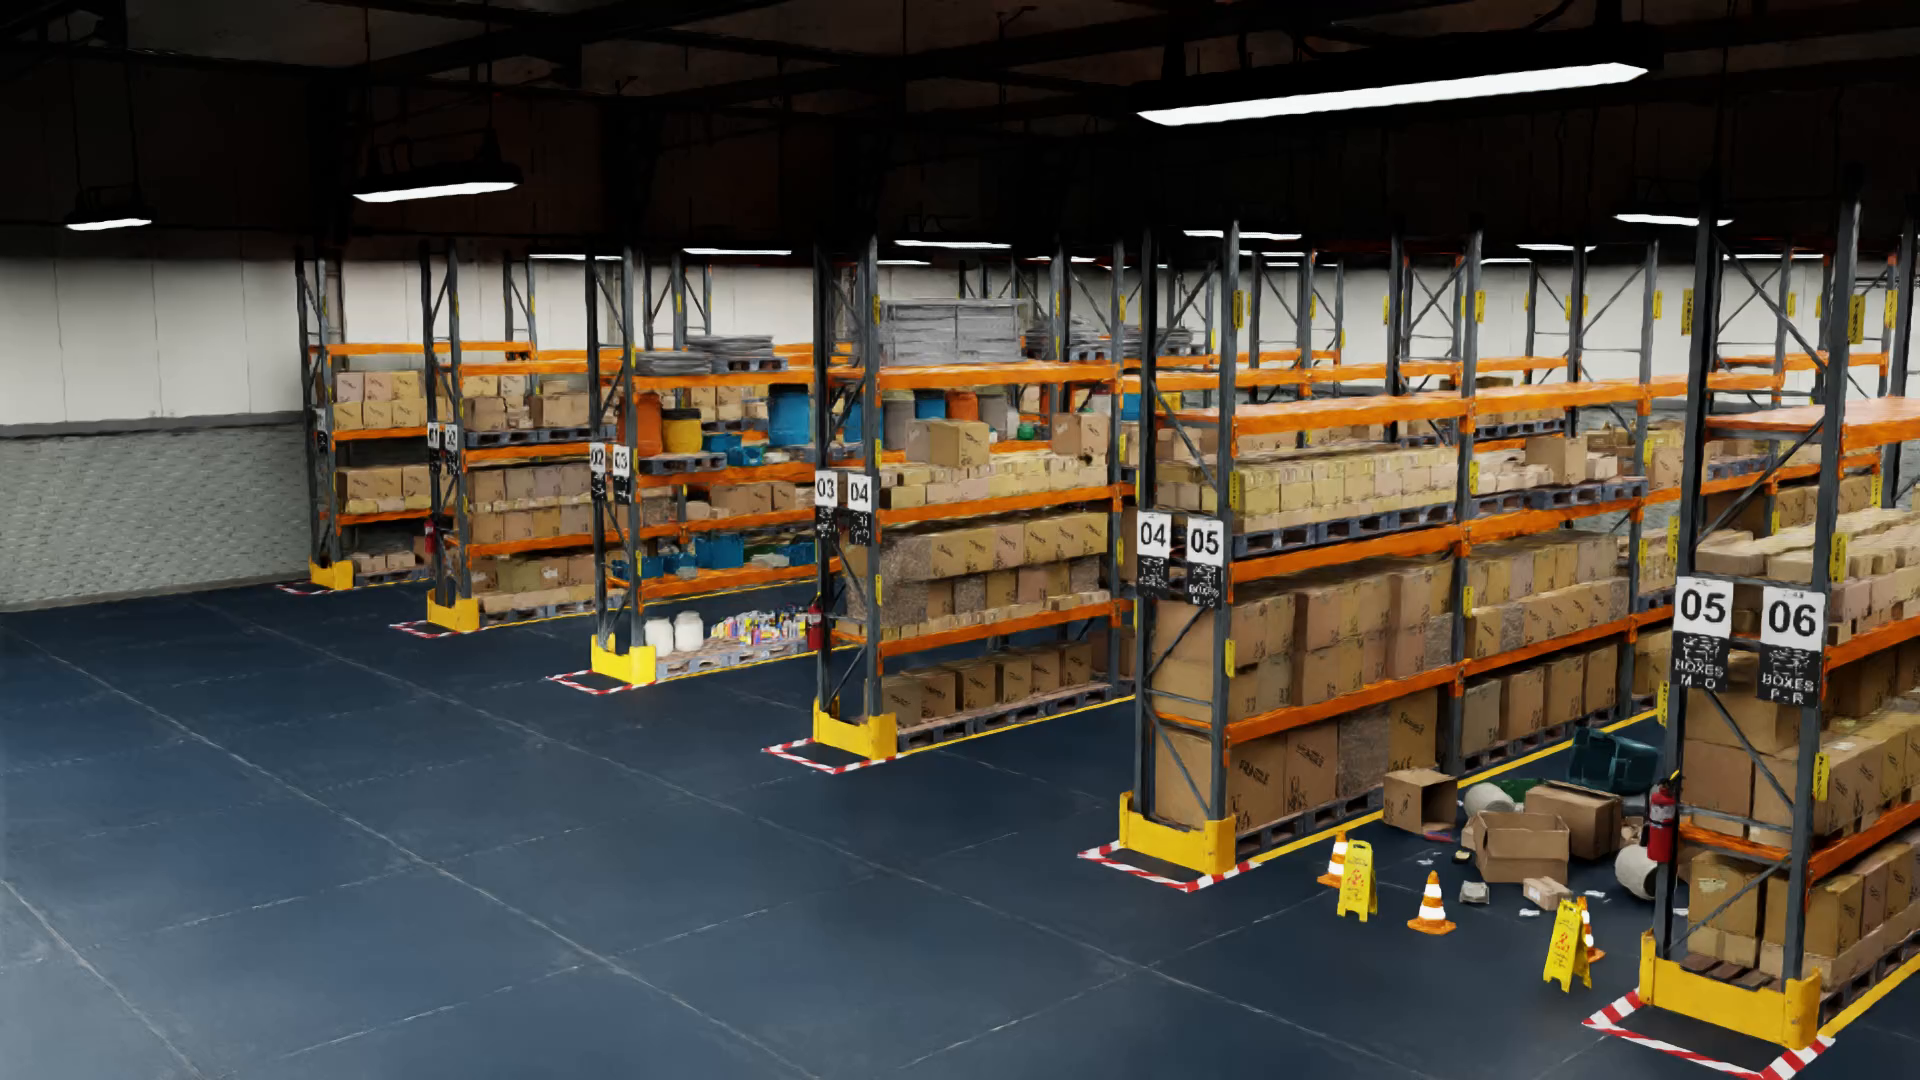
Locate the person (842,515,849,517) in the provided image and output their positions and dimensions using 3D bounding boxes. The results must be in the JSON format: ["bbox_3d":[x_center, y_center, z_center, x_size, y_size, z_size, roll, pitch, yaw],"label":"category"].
[{"bbox_3d":[-2.298,-0.923,35.734,0.546,1.733,0.729,-8,12,-44],"label":"person"}]

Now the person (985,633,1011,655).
[{"bbox_3d":[0.604,0.822,23.640,0.450,1.768,0.584,2,9,15],"label":"person"}]

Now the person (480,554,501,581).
[{"bbox_3d":[-8.568,-0.048,30.013,0.867,1.666,0.686,-6,11,-37],"label":"person"}]
